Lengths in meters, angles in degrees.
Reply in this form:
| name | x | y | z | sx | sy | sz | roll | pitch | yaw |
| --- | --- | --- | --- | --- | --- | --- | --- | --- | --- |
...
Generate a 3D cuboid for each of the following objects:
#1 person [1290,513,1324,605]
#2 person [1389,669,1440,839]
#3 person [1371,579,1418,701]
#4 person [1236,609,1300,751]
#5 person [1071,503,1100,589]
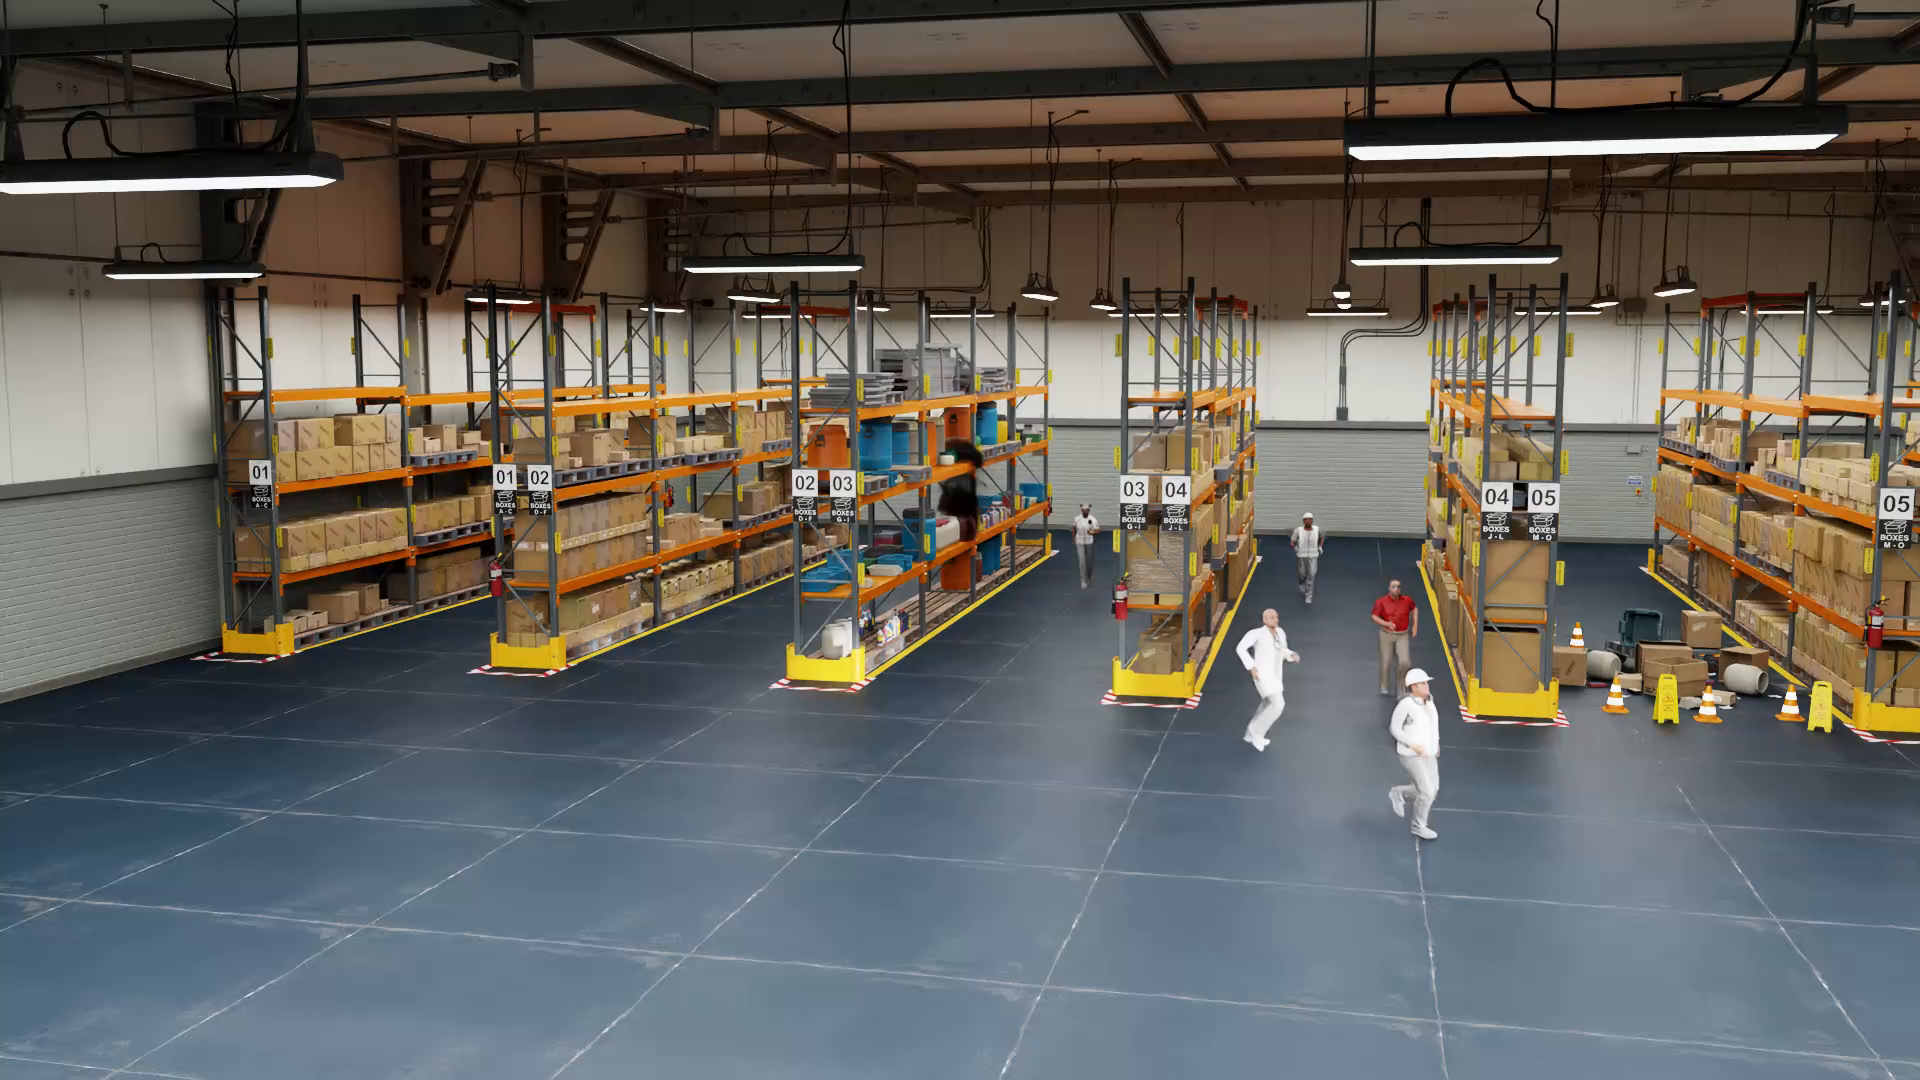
| name | x | y | z | sx | sy | sz | roll | pitch | yaw |
| --- | --- | --- | --- | --- | --- | --- | --- | --- | --- |
| person | 6.894 | 0.343 | 33.000 | 0.682 | 1.782 | 0.916 | 1 | 7 | 7 |
| person | 4.674 | 2.175 | 17.155 | 0.681 | 1.728 | 0.654 | -6 | 9 | -41 |
| person | 6.213 | 1.443 | 23.745 | 0.689 | 1.786 | 0.743 | 0 | 7 | 3 |
| person | 3.900 | 1.748 | 20.833 | 0.676 | 1.785 | 0.724 | -6 | 9 | -42 |
| person | 2.494 | 0.104 | 33.056 | 0.576 | 1.726 | 0.841 | 1 | 7 | 6 |
